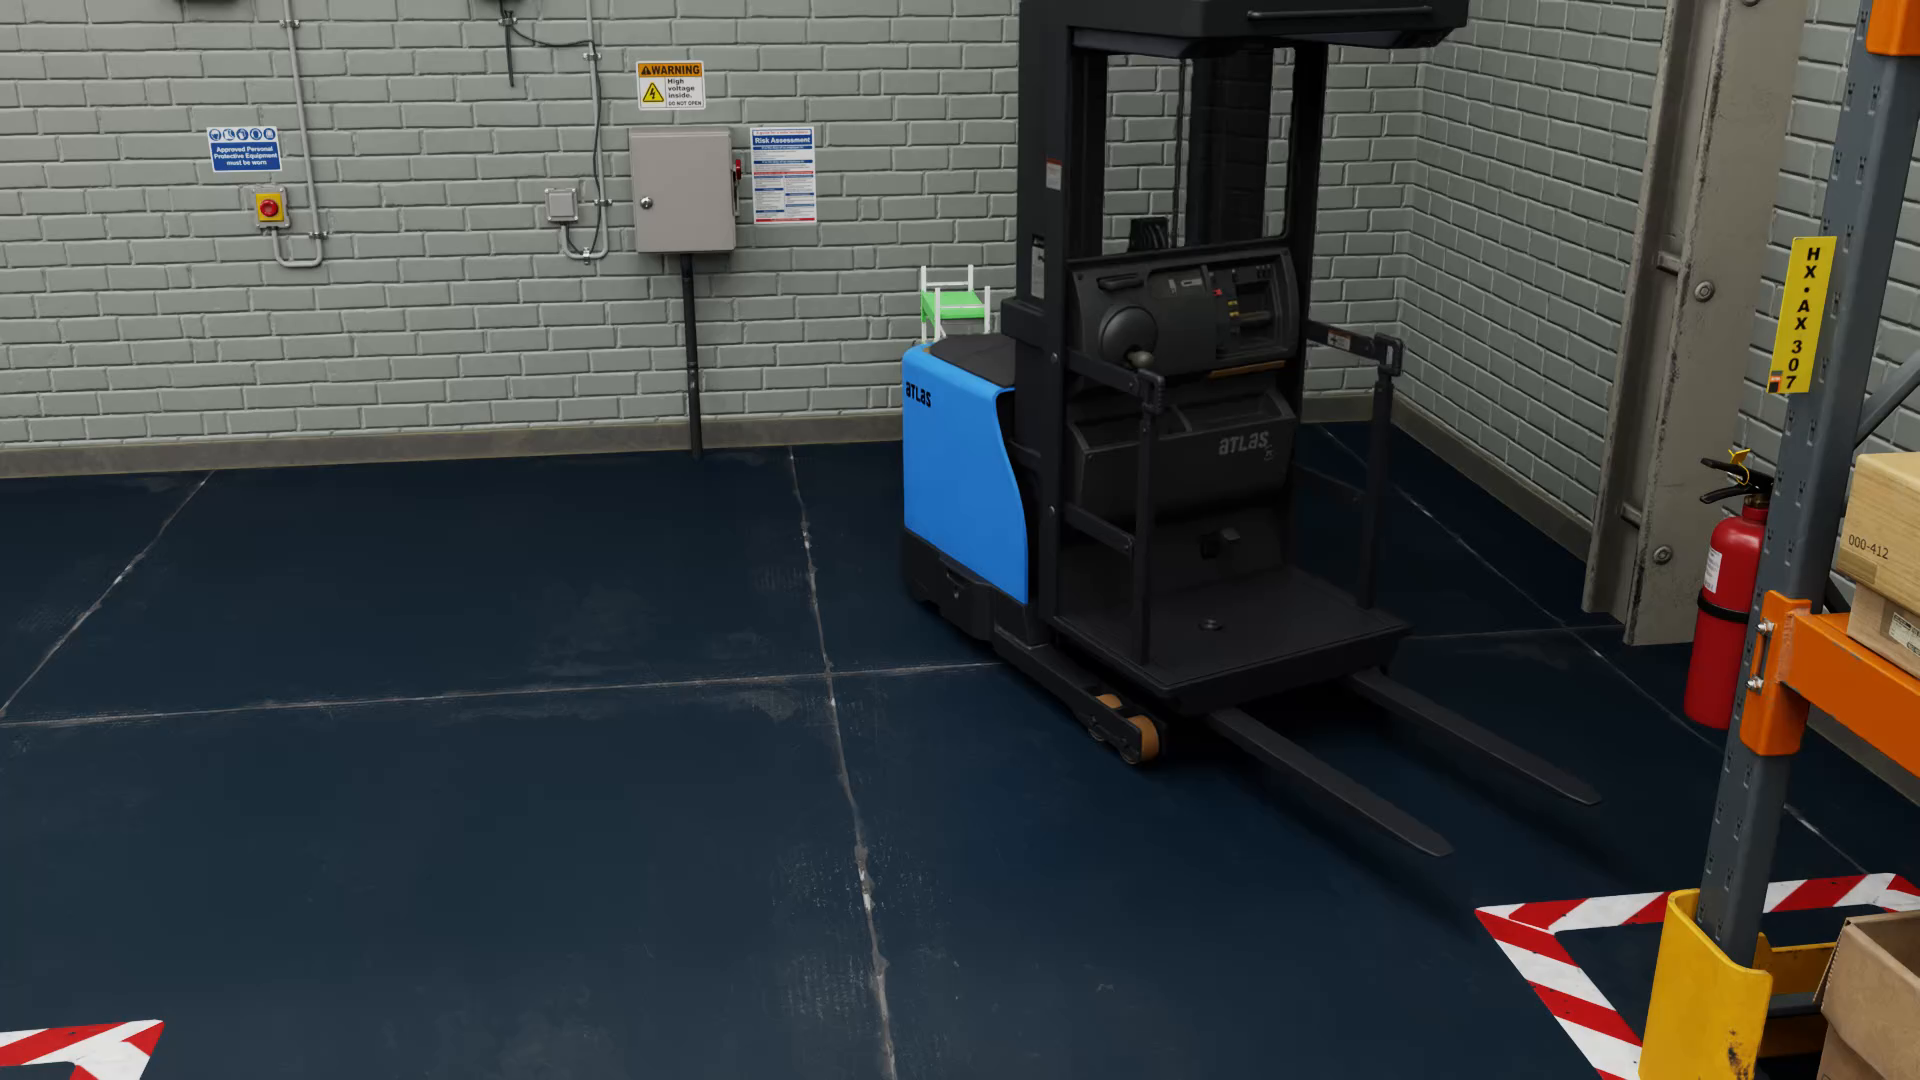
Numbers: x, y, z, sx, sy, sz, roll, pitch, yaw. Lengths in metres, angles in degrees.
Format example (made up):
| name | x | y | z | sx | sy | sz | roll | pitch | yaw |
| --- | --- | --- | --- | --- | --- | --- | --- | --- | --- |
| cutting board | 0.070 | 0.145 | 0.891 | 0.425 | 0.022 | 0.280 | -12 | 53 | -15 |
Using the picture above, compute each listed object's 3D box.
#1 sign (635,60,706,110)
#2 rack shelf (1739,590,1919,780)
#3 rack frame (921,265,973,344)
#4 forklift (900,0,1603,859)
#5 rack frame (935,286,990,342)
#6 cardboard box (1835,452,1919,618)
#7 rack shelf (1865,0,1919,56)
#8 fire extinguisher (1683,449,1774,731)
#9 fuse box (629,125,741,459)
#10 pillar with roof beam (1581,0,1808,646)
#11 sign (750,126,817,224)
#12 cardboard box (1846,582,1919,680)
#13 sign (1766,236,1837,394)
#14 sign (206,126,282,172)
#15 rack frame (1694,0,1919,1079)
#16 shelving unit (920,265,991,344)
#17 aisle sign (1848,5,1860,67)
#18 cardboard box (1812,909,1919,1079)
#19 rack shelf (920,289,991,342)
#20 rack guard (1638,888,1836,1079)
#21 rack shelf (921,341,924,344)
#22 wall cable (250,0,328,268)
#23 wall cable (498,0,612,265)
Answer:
| name | x | y | z | sx | sy | sz | roll | pitch | yaw |
| --- | --- | --- | --- | --- | --- | --- | --- | --- | --- |
| sign | -1.458 | -2.294 | 8.391 | 0.339 | 0.242 | 0.001 | -3 | 21 | -8 |
| rack shelf | 2.562 | 0.946 | 1.924 | 1.077 | 0.370 | 4.000 | -3 | 21 | -8 |
| rack frame | -0.059 | -0.704 | 7.886 | 0.240 | 1.200 | 0.015 | -3 | 21 | -8 |
| forklift | 0.905 | -0.790 | 5.641 | 1.130 | 2.935 | 3.031 | -11 | 23 | -27 |
| rack frame | 0.011 | -0.535 | 7.433 | 0.240 | 1.200 | 0.015 | -3 | 21 | -8 |
| cardboard box | 2.072 | 0.018 | 3.169 | 0.500 | 0.250 | 0.500 | -3 | 21 | -7 |
| rack shelf | 2.562 | -0.459 | 1.399 | 1.077 | 0.370 | 4.000 | -3 | 21 | -8 |
| fire extinguisher | 1.795 | 0.100 | 3.805 | 0.296 | 0.674 | 0.183 | -3 | 21 | -8 |
| fuse box | -1.374 | -1.235 | 8.576 | 0.539 | 1.711 | 0.414 | -3 | 21 | -8 |
| pillar with roof beam | -1.483 | -3.656 | 4.642 | 9.100 | 9.000 | 0.400 | -3 | 21 | -8 |
| sign | -0.915 | -1.890 | 8.626 | 0.329 | 0.494 | 0.001 | -3 | 21 | -8 |
| cardboard box | 2.050 | 0.162 | 3.354 | 0.380 | 0.149 | 0.250 | -3 | 21 | -8 |
| sign | 1.737 | -0.461 | 3.427 | 0.100 | 0.325 | 0.005 | -3 | 21 | -8 |
| sign | -3.530 | -1.928 | 8.205 | 0.327 | 0.218 | 0.001 | -3 | 21 | -8 |
| rack frame | 2.274 | -0.083 | 3.652 | 1.000 | 3.000 | 0.127 | -3 | 21 | -8 |
| shelving unit | -0.024 | -0.619 | 7.660 | 0.258 | 1.200 | 0.503 | -3 | 21 | -8 |
| aisle sign | 1.973 | -1.310 | 3.221 | 0.394 | 0.787 | 0.004 | -3 | 21 | -8 |
| cardboard box | 2.268 | 1.106 | 3.436 | 0.797 | 0.503 | 0.637 | -4 | 21 | -10 |
| rack shelf | -0.024 | -1.009 | 7.514 | 0.258 | 0.148 | 0.480 | -3 | 21 | -8 |
| rack guard | 2.285 | 1.114 | 4.019 | 1.175 | 0.500 | 0.348 | -3 | 21 | -8 |
| rack shelf | -0.024 | -0.784 | 7.598 | 0.258 | 0.148 | 0.480 | -3 | 21 | -8 |
| wall cable | -3.474 | -2.273 | 8.019 | 0.585 | 1.953 | 0.123 | -3 | 21 | -8 |
| wall cable | -2.072 | -2.334 | 8.227 | 0.588 | 1.984 | 0.122 | -3 | 21 | -8 |
